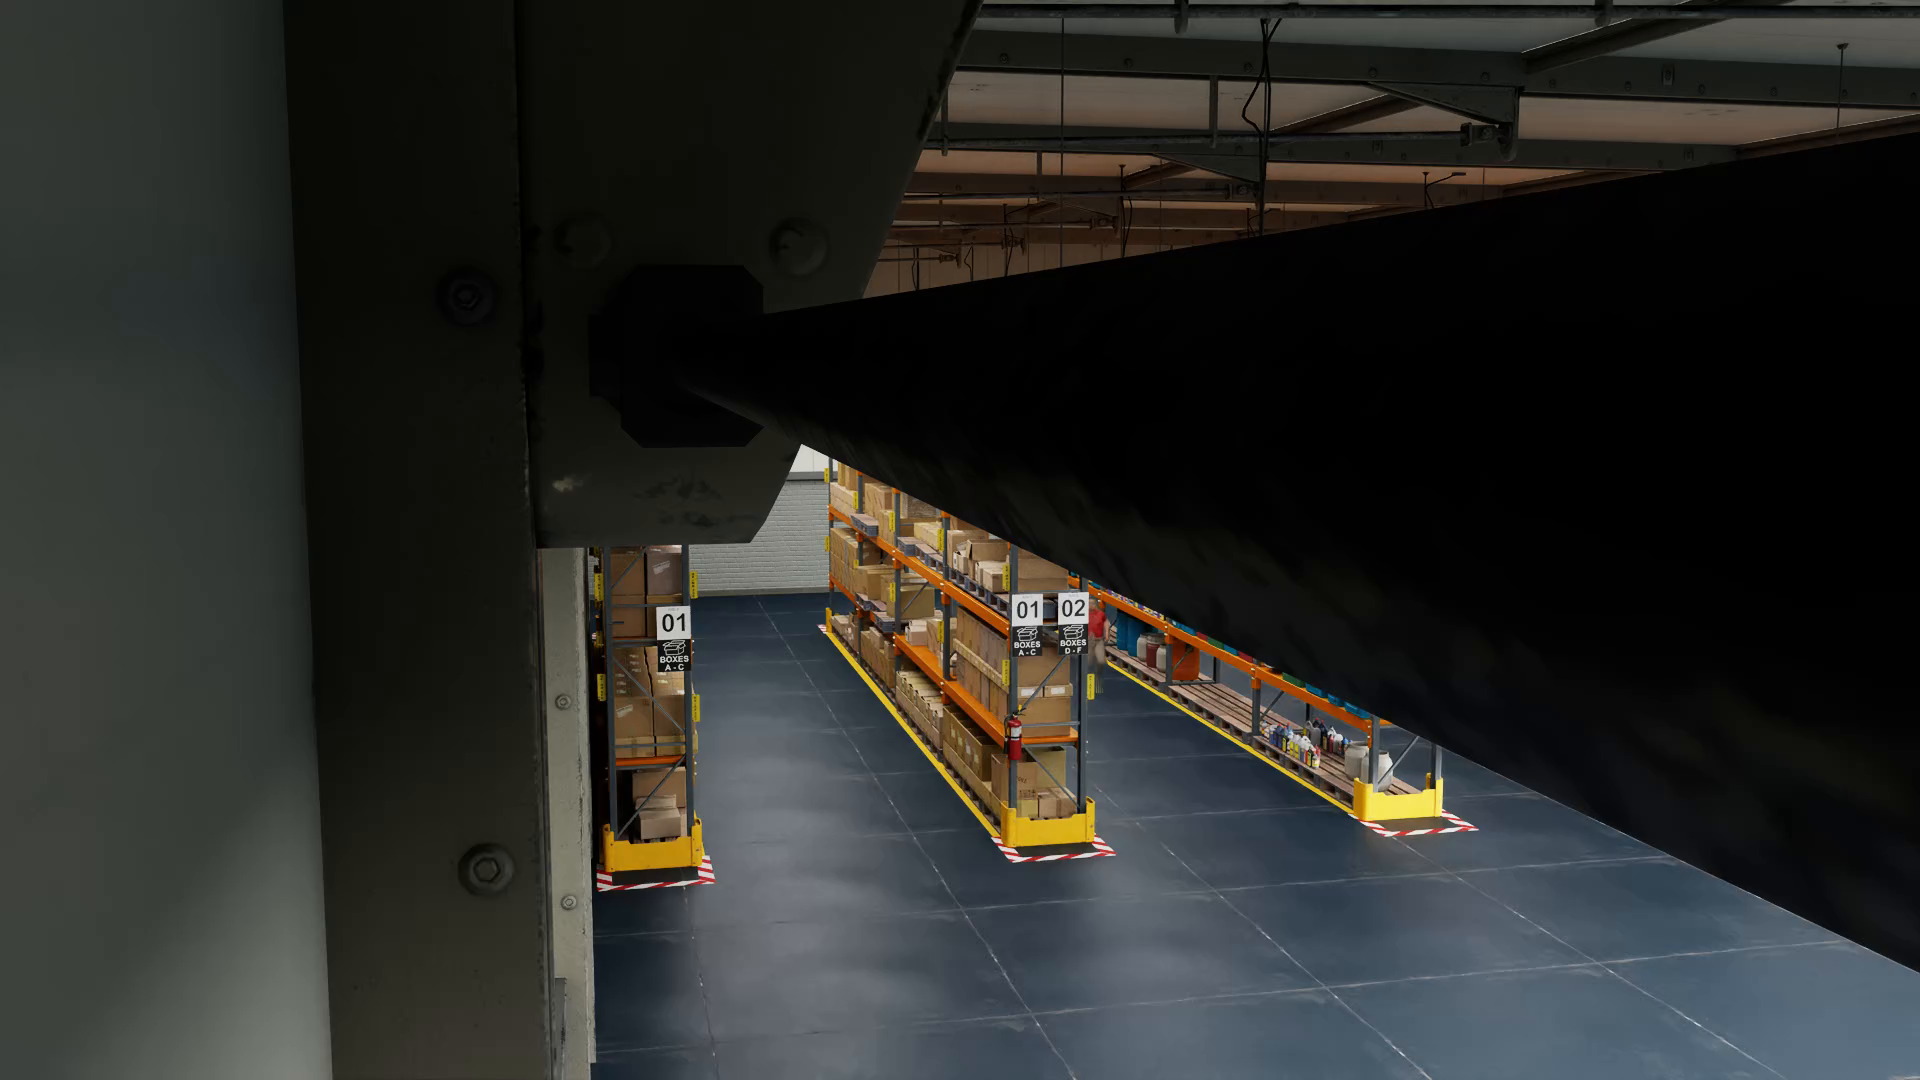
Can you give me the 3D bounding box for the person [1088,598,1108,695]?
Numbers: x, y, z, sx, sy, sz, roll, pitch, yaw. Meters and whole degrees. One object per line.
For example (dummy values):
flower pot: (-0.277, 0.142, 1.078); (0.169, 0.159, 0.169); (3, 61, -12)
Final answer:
person: (2.405, 1.926, 30.208); (0.670, 1.773, 0.767); (-1, 7, -8)
